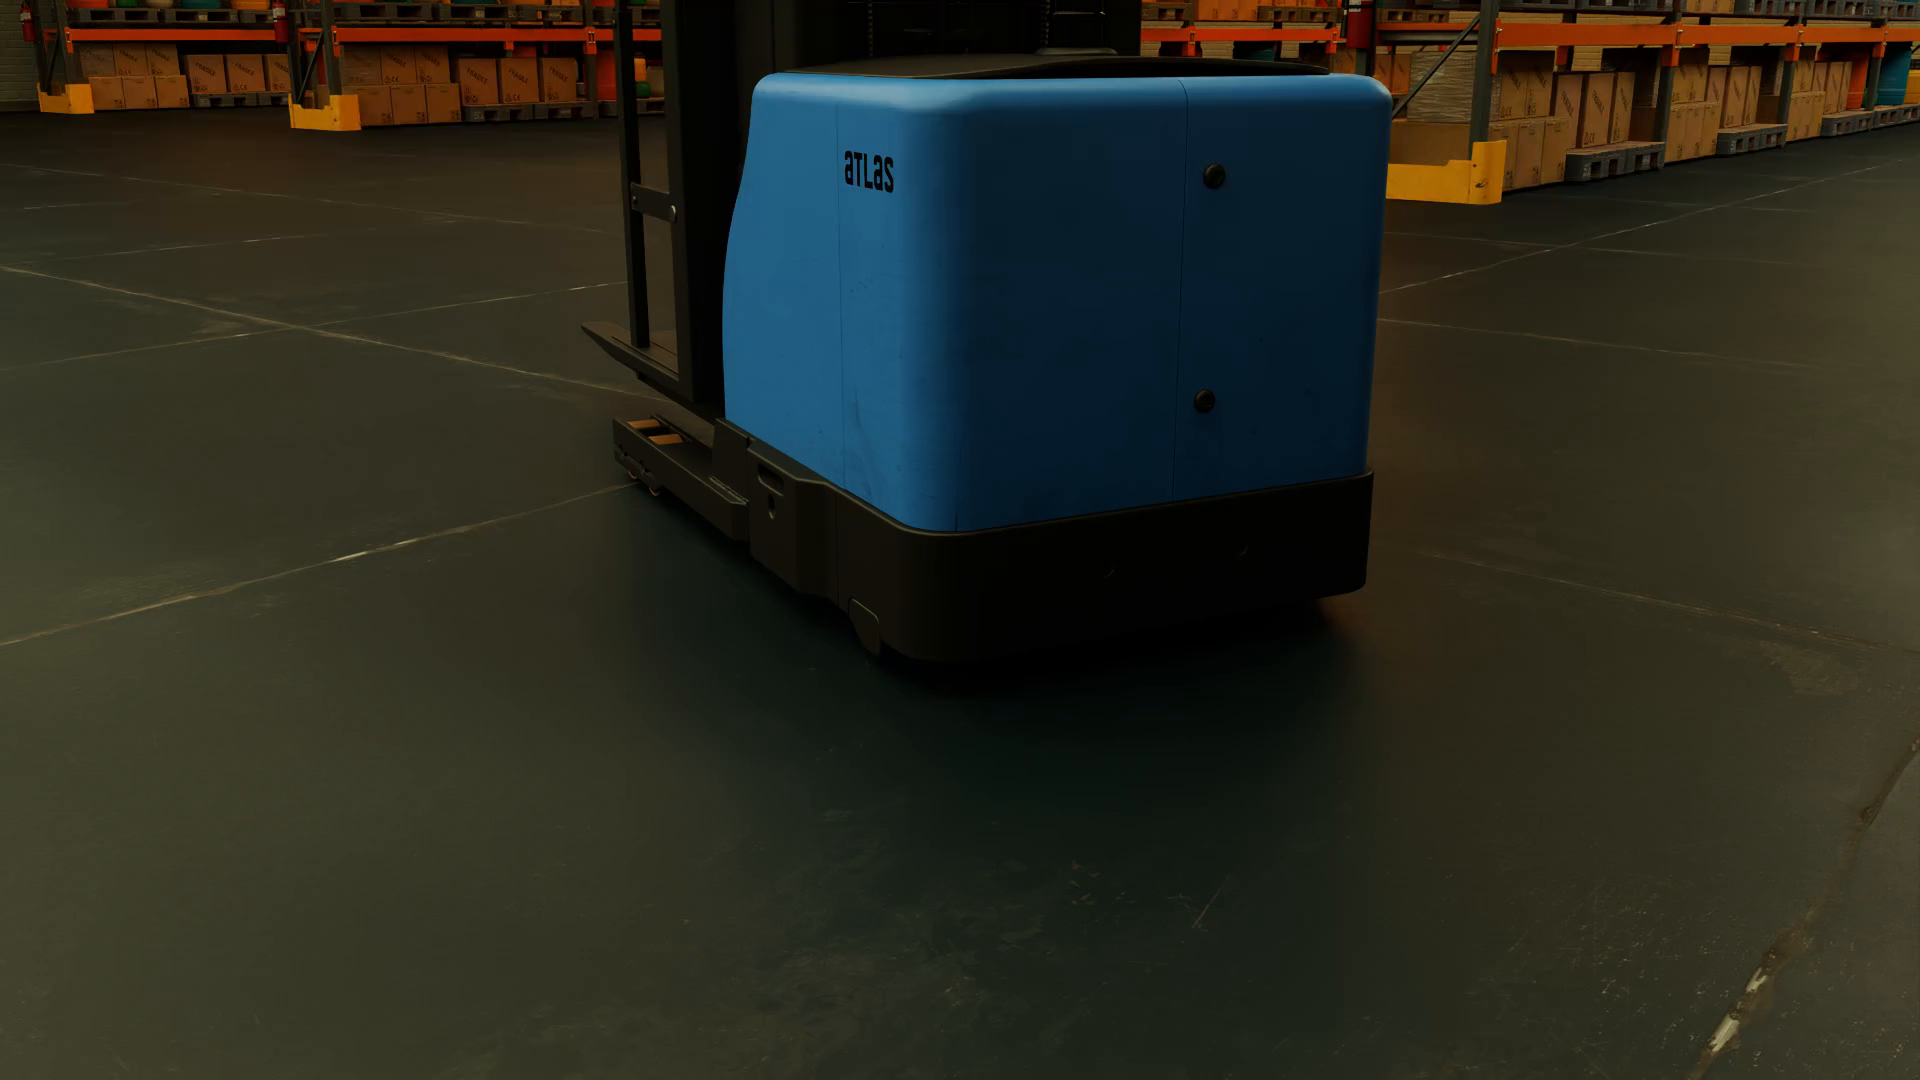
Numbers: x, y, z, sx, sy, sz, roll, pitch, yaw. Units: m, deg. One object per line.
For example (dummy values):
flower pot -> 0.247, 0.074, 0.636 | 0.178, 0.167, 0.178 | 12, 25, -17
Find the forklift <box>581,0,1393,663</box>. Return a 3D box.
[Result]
forklift -> -0.280, -1.564, 4.047 | 1.130, 2.935, 3.031 | -8, 19, -26
